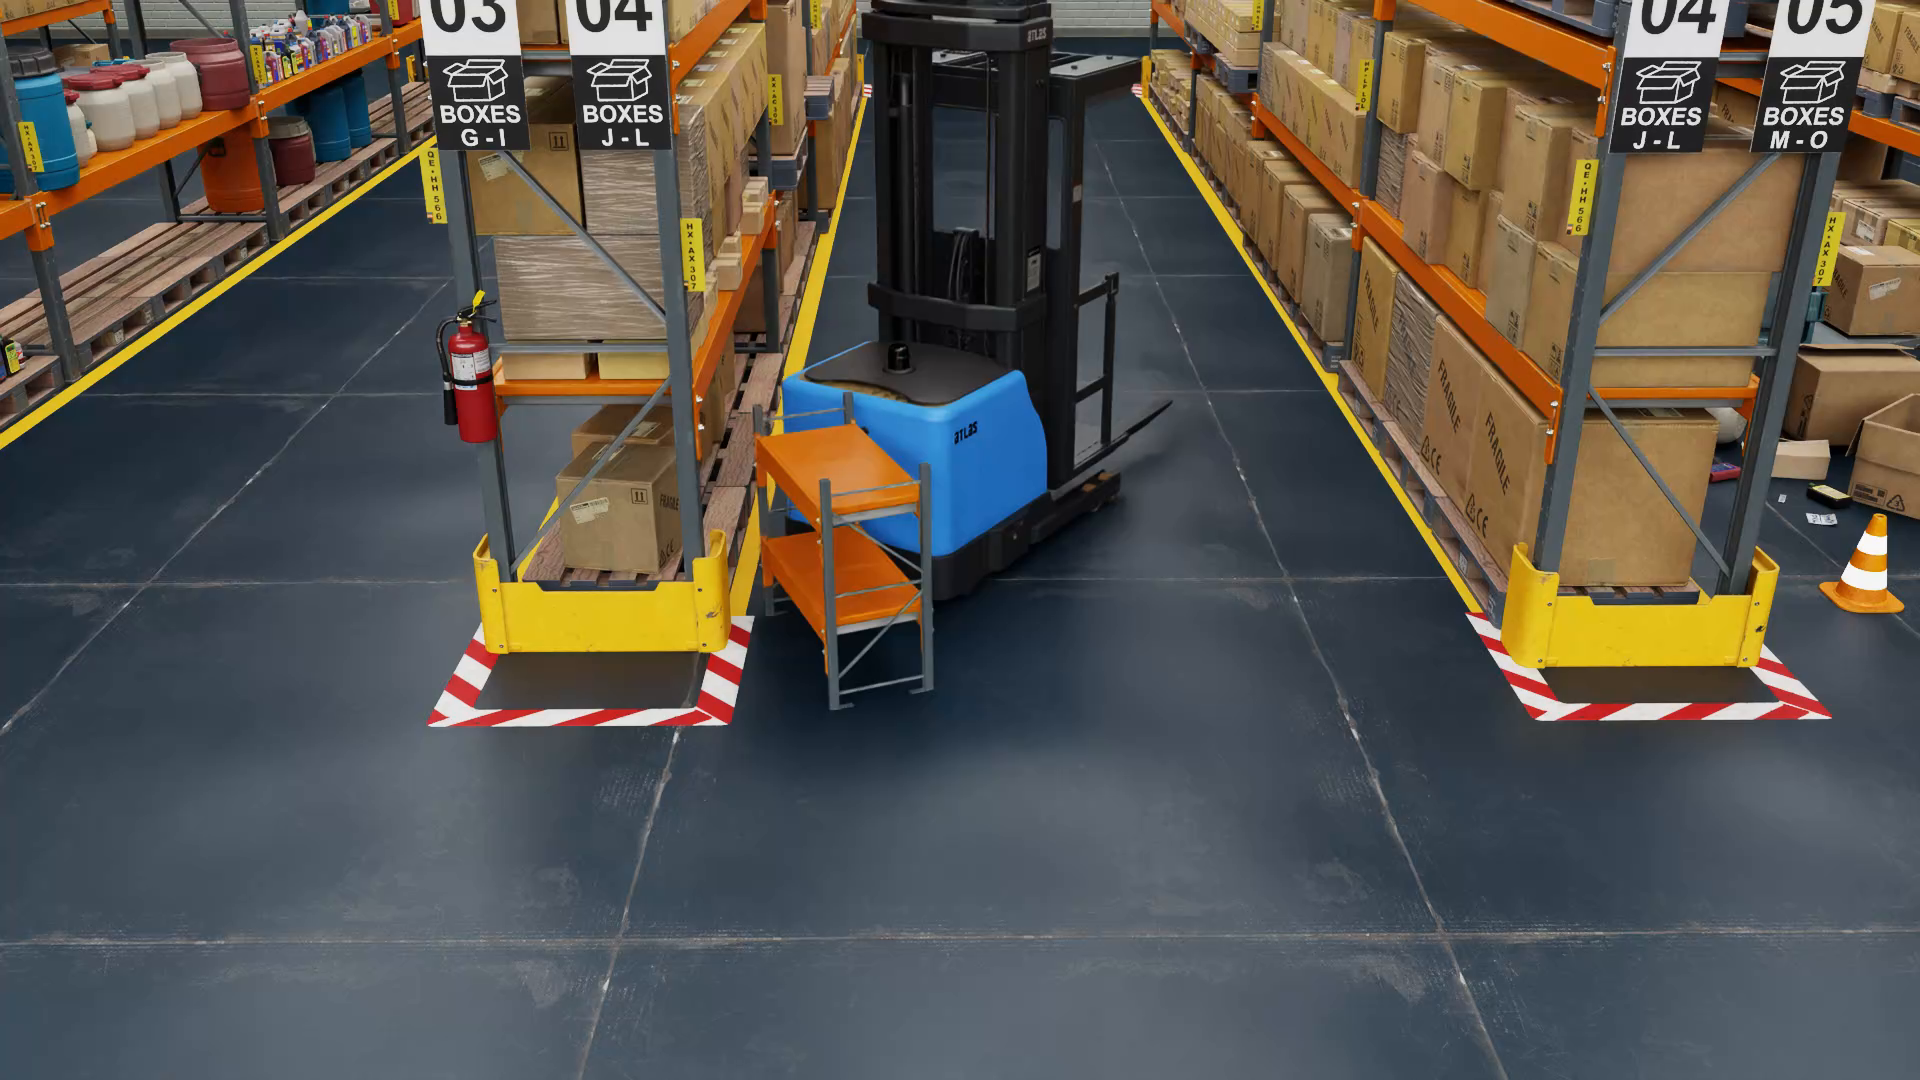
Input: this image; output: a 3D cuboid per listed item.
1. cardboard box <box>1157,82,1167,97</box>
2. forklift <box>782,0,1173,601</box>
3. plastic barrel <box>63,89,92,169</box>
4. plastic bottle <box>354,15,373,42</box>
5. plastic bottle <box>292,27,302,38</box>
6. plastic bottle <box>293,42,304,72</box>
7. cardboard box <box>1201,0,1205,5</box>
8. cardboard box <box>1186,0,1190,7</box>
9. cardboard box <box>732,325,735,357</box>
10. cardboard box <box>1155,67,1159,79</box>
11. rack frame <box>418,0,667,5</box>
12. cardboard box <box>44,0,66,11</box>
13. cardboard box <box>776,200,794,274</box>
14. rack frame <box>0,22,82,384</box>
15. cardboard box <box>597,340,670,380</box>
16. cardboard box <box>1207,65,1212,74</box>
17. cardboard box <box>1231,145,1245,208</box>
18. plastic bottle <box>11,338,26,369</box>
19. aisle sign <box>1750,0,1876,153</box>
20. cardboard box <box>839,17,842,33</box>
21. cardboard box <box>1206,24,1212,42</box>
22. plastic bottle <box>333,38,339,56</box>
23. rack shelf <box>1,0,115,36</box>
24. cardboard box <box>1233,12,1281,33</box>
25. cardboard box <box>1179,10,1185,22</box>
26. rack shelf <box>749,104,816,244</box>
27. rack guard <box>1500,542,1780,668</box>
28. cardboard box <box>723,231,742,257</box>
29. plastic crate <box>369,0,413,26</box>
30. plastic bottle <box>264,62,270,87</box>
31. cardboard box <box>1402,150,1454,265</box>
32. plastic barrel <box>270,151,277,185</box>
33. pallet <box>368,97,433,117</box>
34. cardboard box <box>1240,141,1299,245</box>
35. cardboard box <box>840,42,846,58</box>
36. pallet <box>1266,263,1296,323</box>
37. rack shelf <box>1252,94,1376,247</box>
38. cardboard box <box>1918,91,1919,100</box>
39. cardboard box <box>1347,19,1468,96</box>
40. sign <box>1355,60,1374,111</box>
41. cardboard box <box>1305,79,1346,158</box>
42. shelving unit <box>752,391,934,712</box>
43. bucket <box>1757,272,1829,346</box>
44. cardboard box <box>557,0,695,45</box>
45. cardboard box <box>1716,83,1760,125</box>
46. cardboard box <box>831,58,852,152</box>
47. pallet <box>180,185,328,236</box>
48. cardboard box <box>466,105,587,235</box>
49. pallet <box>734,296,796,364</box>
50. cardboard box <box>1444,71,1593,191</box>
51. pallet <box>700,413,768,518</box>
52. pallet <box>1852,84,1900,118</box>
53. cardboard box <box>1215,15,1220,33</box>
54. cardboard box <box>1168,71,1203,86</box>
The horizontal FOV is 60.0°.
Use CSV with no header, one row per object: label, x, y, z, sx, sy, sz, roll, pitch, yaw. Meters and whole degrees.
cardboard box,2.735,-5.793,21.369,0.380,0.149,0.250,0,24,0
forklift,0.285,-1.588,9.205,1.130,2.935,3.031,15,28,29
plastic barrel,-6.512,-2.943,11.953,0.433,0.535,0.433,0,24,0
plastic bottle,-6.480,-5.565,18.066,0.152,0.276,0.135,0,24,-1
plastic bottle,-7.055,-5.357,17.696,0.097,0.201,0.097,0,24,0
plastic bottle,-6.430,-4.684,16.123,0.097,0.271,0.097,0,24,0
cardboard box,2.663,-5.540,16.933,0.380,0.149,0.250,0,24,-1
cardboard box,2.650,-5.834,17.943,0.380,0.149,0.250,0,24,0
cardboard box,-1.804,-1.396,11.220,0.500,0.500,0.500,-1,24,-2
cardboard box,2.757,-6.132,21.756,0.380,0.149,0.250,0,24,-1
rack frame,-1.724,-3.594,6.276,1.000,3.000,0.127,0,24,-1
cardboard box,-11.518,-6.853,20.641,0.500,0.500,0.500,0,24,0
cardboard box,-1.752,-2.480,13.593,0.700,0.500,0.500,2,24,4
rack frame,-6.721,-2.486,11.107,1.000,3.000,0.127,0,24,-1
cardboard box,-1.489,-0.864,7.826,0.380,0.149,0.250,0,24,-1
cardboard box,3.286,-5.844,20.759,0.380,0.149,0.250,-1,24,-2
cardboard box,2.881,-3.460,15.783,0.500,0.500,0.500,0,24,-1
plastic bottle,-6.405,-1.264,11.266,0.097,0.201,0.097,0,24,0
aisle sign,3.537,-1.997,6.872,0.394,0.787,0.004,0,24,-1
cardboard box,-1.526,-5.814,18.770,0.380,0.149,0.250,0,24,0
cardboard box,2.669,-5.056,16.585,0.380,0.149,0.250,-1,24,-3
plastic bottle,-6.441,-5.070,17.061,0.097,0.201,0.097,0,24,0
rack shelf,-11.783,-6.258,20.320,1.077,0.370,4.000,0,24,-1
cardboard box,2.685,-4.685,15.043,0.380,0.149,0.250,-1,24,-3
cardboard box,2.802,-6.222,19.672,0.380,0.149,0.250,-1,24,-3
rack shelf,-1.790,-3.005,13.127,1.077,0.370,4.000,0,24,-1
rack guard,3.237,0.308,7.962,1.175,0.500,0.348,0,24,-1
cardboard box,-1.470,-1.689,9.648,0.380,0.149,0.250,0,24,-1
plastic crate,-6.567,-6.208,19.186,0.402,0.464,0.583,0,24,-1
plastic bottle,-6.420,-4.303,15.281,0.097,0.271,0.097,0,24,0
cardboard box,3.126,-1.956,9.753,0.875,0.550,0.550,0,24,-1
plastic barrel,-6.882,-3.626,16.137,0.421,0.512,0.421,0,24,0
pallet,-6.871,-5.319,20.754,1.003,0.211,1.213,0,24,-1
cardboard box,3.066,-3.052,14.579,1.050,0.750,0.750,-1,24,-1
cardboard box,-1.782,-5.301,19.398,0.875,0.875,0.875,0,24,-1
pallet,3.093,-2.040,13.505,1.003,0.211,1.213,0,24,-1
rack shelf,3.171,-2.985,13.084,1.077,0.370,4.000,0,24,-1
cardboard box,7.947,-3.585,13.332,0.380,0.149,0.250,1,24,2
cardboard box,3.174,-3.407,11.808,0.700,0.500,0.500,-1,24,-1
sign,2.650,-2.974,10.877,0.100,0.325,0.005,0,24,-1
cardboard box,2.909,-3.165,12.487,0.500,0.500,0.500,0,24,0
shelving unit,-0.558,0.026,7.826,0.538,1.125,1.048,-10,26,-20
bucket,5.500,-1.644,11.374,0.726,0.611,0.620,8,16,18
cardboard box,-1.471,-2.358,7.366,0.500,0.250,0.500,0,24,1
cardboard box,8.168,-4.077,16.693,0.875,0.875,0.875,0,24,0
cardboard box,-1.828,-4.765,18.213,1.225,0.875,0.875,0,24,0
pallet,-6.815,-3.189,16.044,1.003,0.211,1.213,0,24,-1
cardboard box,-1.977,-1.722,7.723,0.500,0.500,0.500,0,24,-1
pallet,-1.778,-1.559,12.440,1.003,0.211,1.213,0,24,-1
cardboard box,3.167,-2.230,9.048,0.875,0.550,0.500,0,24,-1
pallet,-1.709,-0.457,10.005,1.003,0.211,1.213,0,24,-1
pallet,8.212,-3.821,14.290,1.213,0.211,1.003,0,24,-1
cardboard box,2.676,-4.975,16.045,0.380,0.149,0.250,0,24,-1
cardboard box,2.754,-5.632,20.290,0.380,0.149,0.250,-1,24,-2
